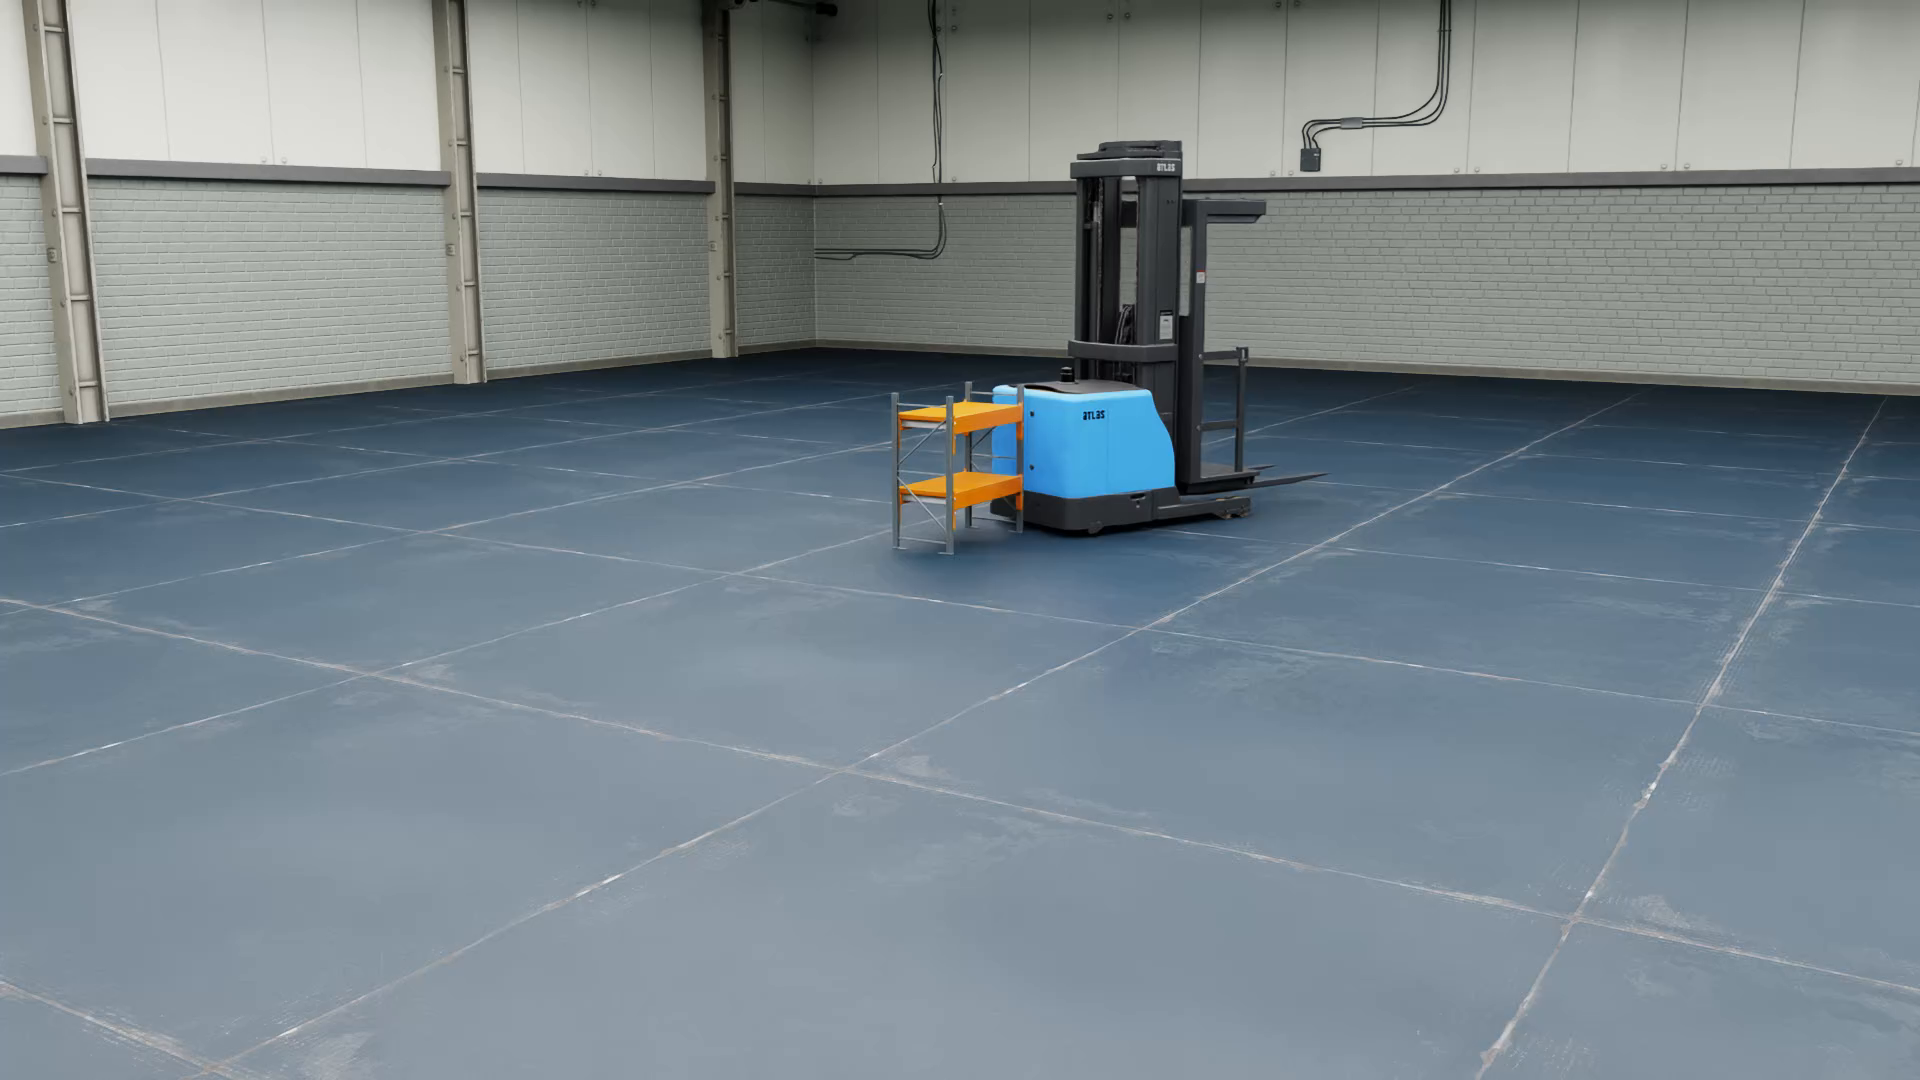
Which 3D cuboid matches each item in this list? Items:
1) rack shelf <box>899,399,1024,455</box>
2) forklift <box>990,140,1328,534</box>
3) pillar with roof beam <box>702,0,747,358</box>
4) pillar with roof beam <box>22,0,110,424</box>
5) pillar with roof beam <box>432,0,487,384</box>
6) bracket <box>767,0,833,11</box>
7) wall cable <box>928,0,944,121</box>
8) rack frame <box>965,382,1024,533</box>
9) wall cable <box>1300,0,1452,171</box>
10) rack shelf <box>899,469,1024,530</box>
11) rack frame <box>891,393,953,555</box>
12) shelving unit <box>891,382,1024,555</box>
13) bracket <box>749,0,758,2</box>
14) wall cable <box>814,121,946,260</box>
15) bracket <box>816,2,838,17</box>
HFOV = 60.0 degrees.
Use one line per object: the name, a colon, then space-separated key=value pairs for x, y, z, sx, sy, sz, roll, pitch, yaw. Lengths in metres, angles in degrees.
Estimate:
rack shelf: x=-0.004 y=-0.840 z=12.206 sx=0.538 sy=0.278 sz=1.000 roll=6 pitch=12 yaw=31
forklift: x=1.725 y=-1.676 z=13.355 sx=3.031 sy=2.935 sz=1.130 roll=-8 pitch=13 yaw=-36
pillar with roof beam: x=-0.571 y=-7.320 z=27.015 sx=9.100 sy=9.000 sz=0.548 roll=6 pitch=12 yaw=31
pillar with roof beam: x=-6.801 y=-5.433 z=16.934 sx=9.100 sy=9.000 sz=0.400 roll=6 pitch=12 yaw=31
pillar with roof beam: x=-3.686 y=-6.377 z=21.975 sx=9.100 sy=9.000 sz=0.400 roll=6 pitch=12 yaw=31
bracket: x=-2.808 y=-9.812 z=30.543 sx=0.076 sy=0.066 sz=3.189 roll=6 pitch=12 yaw=31
wall cable: x=0.721 y=-8.766 z=29.453 sx=3.097 sy=2.526 sz=0.112 roll=6 pitch=12 yaw=31
rack frame: x=0.260 y=-0.632 z=12.687 sx=0.500 sy=1.125 sz=0.032 roll=6 pitch=12 yaw=31
wall cable: x=6.515 y=-8.831 z=25.841 sx=2.305 sy=6.003 sz=0.169 roll=6 pitch=12 yaw=31
rack shelf: x=-0.004 y=-0.311 z=12.304 sx=0.538 sy=0.278 sz=1.000 roll=6 pitch=12 yaw=31
rack frame: x=-0.267 y=-0.472 z=11.832 sx=0.500 sy=1.125 sz=0.032 roll=6 pitch=12 yaw=31
shelving unit: x=-0.004 y=-0.552 z=12.259 sx=0.538 sy=1.125 sz=1.048 roll=6 pitch=12 yaw=31
bracket: x=-3.732 y=-9.532 z=29.048 sx=0.235 sy=0.232 sz=0.430 roll=6 pitch=12 yaw=31
wall cable: x=-1.591 y=-6.542 z=31.298 sx=3.097 sy=2.526 sz=0.112 roll=6 pitch=12 yaw=31
bracket: x=-2.501 y=-9.905 z=31.039 sx=0.235 sy=0.232 sz=0.430 roll=6 pitch=12 yaw=31
